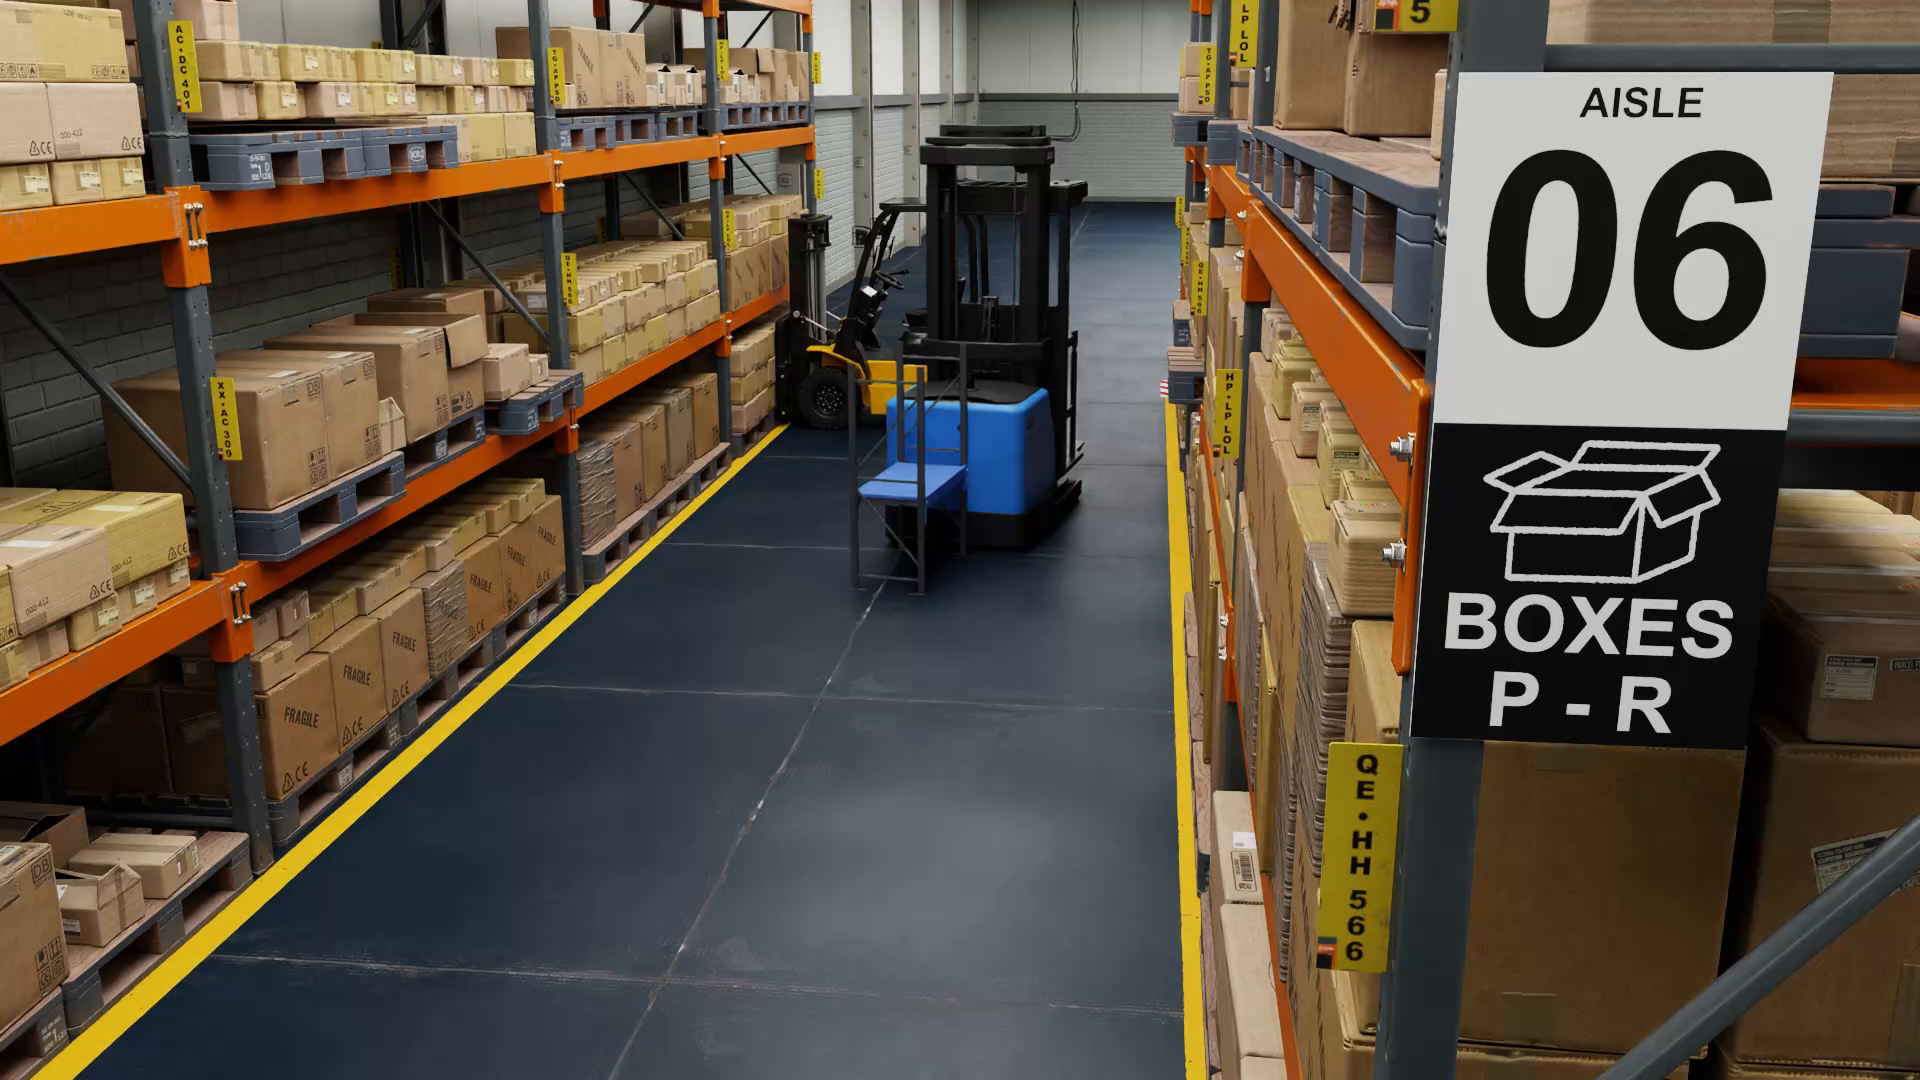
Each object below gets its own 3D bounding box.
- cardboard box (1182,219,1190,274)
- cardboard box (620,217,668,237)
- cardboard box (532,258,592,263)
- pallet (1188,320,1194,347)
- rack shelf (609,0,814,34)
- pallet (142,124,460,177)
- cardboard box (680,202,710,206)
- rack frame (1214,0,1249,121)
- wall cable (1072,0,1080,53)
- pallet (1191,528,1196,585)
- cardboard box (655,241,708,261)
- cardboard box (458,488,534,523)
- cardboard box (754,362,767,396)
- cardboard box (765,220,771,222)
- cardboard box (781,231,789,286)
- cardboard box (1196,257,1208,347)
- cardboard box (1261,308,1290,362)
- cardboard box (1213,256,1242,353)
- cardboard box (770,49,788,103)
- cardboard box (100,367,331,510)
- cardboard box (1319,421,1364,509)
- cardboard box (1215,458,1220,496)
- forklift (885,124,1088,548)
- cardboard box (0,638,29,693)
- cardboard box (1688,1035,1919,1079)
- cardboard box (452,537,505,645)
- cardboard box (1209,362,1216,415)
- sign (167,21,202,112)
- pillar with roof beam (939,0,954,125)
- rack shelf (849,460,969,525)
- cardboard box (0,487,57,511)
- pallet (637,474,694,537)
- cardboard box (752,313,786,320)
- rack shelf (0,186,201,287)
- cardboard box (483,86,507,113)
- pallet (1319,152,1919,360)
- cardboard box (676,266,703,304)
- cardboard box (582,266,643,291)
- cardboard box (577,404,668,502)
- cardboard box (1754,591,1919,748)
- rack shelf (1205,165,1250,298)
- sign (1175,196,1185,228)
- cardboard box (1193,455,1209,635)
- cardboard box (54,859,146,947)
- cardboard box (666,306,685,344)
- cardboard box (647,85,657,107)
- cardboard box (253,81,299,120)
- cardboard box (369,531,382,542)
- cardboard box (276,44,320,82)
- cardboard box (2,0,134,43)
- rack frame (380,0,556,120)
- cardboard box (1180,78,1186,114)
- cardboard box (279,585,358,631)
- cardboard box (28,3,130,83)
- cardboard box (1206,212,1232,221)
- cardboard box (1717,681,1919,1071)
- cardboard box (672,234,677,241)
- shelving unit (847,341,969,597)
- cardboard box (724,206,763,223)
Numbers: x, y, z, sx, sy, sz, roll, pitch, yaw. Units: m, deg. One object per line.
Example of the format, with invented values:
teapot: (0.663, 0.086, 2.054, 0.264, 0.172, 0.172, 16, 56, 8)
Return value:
cardboard box: (2.430, -2.847, 16.183, 0.500, 0.500, 0.500, 1, 15, 5)
cardboard box: (-2.777, -2.741, 14.548, 0.380, 0.149, 0.250, 2, 15, 6)
cardboard box: (-2.984, -2.027, 12.476, 0.380, 0.149, 0.250, 2, 15, 7)
pallet: (2.151, -1.384, 11.900, 1.003, 0.211, 1.213, 2, 15, 6)
rack shelf: (-2.287, -5.019, 15.627, 1.077, 0.370, 4.000, 2, 15, 6)
pallet: (-3.158, -1.863, 7.918, 1.213, 0.211, 1.003, 2, 15, 6)
cardboard box: (-2.566, -3.272, 16.512, 0.380, 0.149, 0.250, 1, 15, 5)
rack frame: (1.968, -3.858, 9.188, 1.000, 3.000, 0.127, 2, 15, 6)
wall cable: (4.684, -15.289, 47.737, 3.097, 2.526, 0.112, 2, 15, 6)
pallet: (2.058, 0.182, 11.085, 1.003, 0.211, 1.213, 2, 15, 6)
cardboard box: (-2.331, -2.410, 13.896, 0.380, 0.149, 0.250, 2, 15, 8)
cardboard box: (-2.768, -0.209, 9.929, 0.380, 0.149, 0.250, 1, 15, 3)
cardboard box: (-2.097, -1.508, 15.498, 0.500, 0.250, 0.500, 2, 15, 6)
cardboard box: (-2.060, -3.049, 16.258, 0.380, 0.149, 0.250, 2, 15, 6)
cardboard box: (-1.981, -2.827, 16.680, 0.500, 0.500, 0.500, 1, 15, 5)
cardboard box: (1.743, -1.482, 10.331, 0.500, 0.500, 0.500, 1, 15, 5)
cardboard box: (1.223, -0.694, 5.632, 0.380, 0.149, 0.250, 1, 15, 5)
cardboard box: (1.623, -1.243, 8.905, 0.500, 0.500, 0.500, 2, 15, 6)
cardboard box: (-2.084, -4.544, 16.287, 0.700, 0.500, 0.500, 2, 15, 7)
cardboard box: (-3.139, -0.439, 7.044, 0.700, 0.500, 0.500, 2, 15, 8)
cardboard box: (0.996, -0.162, 3.666, 0.380, 0.149, 0.250, 2, 15, 8)
cardboard box: (1.505, -0.372, 8.078, 0.500, 0.250, 0.500, 2, 15, 6)
forklift: (0.349, -1.703, 12.843, 1.130, 2.935, 3.031, 4, 16, 15)
cardboard box: (-3.271, 0.413, 5.371, 0.380, 0.149, 0.250, 1, 15, 5)
cardboard box: (1.405, 0.949, 2.714, 0.500, 0.500, 0.500, 2, 15, 6)
cardboard box: (-2.922, 0.279, 9.370, 0.500, 0.500, 0.500, 2, 15, 9)
cardboard box: (1.538, -0.743, 8.494, 0.500, 0.250, 0.500, 2, 15, 6)
sign: (-2.876, -1.753, 6.161, 0.100, 0.325, 0.005, 2, 15, 6)
pillar with roof beam: (3.950, -12.021, 39.380, 9.100, 9.000, 0.400, 2, 15, 6)
rack shelf: (-0.332, -0.331, 11.202, 0.538, 0.185, 1.000, 4, 16, 15)
cardboard box: (-3.740, -0.020, 6.207, 0.500, 0.250, 0.500, 2, 15, 6)
pallet: (-2.692, -0.289, 12.825, 1.003, 0.211, 1.213, 2, 15, 6)
cardboard box: (-1.902, -2.147, 16.904, 0.500, 0.250, 0.500, 2, 15, 7)
rack shelf: (-3.641, -0.651, 4.456, 1.077, 0.370, 4.000, 2, 15, 6)
cardboard box: (-2.814, -2.509, 9.472, 0.380, 0.149, 0.250, 1, 15, 5)
pallet: (1.139, -0.485, 2.631, 1.003, 0.211, 1.213, 2, 15, 6)
cardboard box: (-2.365, -2.045, 13.306, 0.500, 0.250, 0.500, 1, 15, 5)
cardboard box: (-2.500, -1.877, 11.924, 0.380, 0.149, 0.250, 2, 15, 7)
cardboard box: (-2.739, -0.669, 12.634, 0.875, 0.625, 0.625, 1, 15, 4)
cardboard box: (1.381, 0.185, 2.380, 0.380, 0.149, 0.250, 2, 15, 7)
rack shelf: (1.742, -1.544, 7.755, 1.077, 0.370, 4.000, 2, 15, 6)
sign: (2.332, -3.470, 17.591, 0.100, 0.325, 0.005, 2, 15, 6)
cardboard box: (1.808, 0.038, 9.540, 0.875, 0.875, 0.875, 2, 15, 6)
cardboard box: (-3.227, 1.294, 6.065, 0.396, 0.266, 0.258, 2, 15, 8)
cardboard box: (-2.448, -1.675, 12.897, 0.500, 0.250, 0.500, 2, 15, 7)
cardboard box: (-2.422, -3.228, 12.091, 0.380, 0.149, 0.250, 2, 15, 6)
cardboard box: (-2.923, -1.779, 6.733, 0.380, 0.149, 0.250, 2, 15, 7)
cardboard box: (-3.442, -0.018, 9.224, 0.380, 0.149, 0.250, 1, 15, 5)
cardboard box: (-2.916, -1.991, 6.947, 0.380, 0.149, 0.250, 1, 15, 5)
cardboard box: (-3.449, -2.072, 6.453, 0.396, 0.266, 0.258, 1, 15, 5)
rack frame: (-2.964, -4.003, 9.725, 1.000, 3.000, 0.127, 2, 15, 6)
cardboard box: (1.899, -3.306, 12.378, 0.500, 0.250, 0.500, 1, 15, 6)
cardboard box: (-3.121, 0.324, 7.960, 0.380, 0.149, 0.250, 1, 15, 5)
cardboard box: (-3.233, -1.692, 5.685, 0.500, 0.250, 0.500, 2, 15, 6)
cardboard box: (1.995, -2.310, 12.151, 0.380, 0.149, 0.250, 3, 15, 9)
cardboard box: (1.403, 0.466, 2.584, 0.500, 0.500, 0.500, 1, 15, 5)
cardboard box: (-2.738, -2.663, 14.828, 0.380, 0.149, 0.250, 1, 15, 5)
shelving unit: (-0.332, -0.505, 11.155, 0.538, 1.500, 1.048, 4, 16, 15)
cardboard box: (-2.105, -3.125, 15.967, 0.380, 0.149, 0.250, 2, 15, 6)
